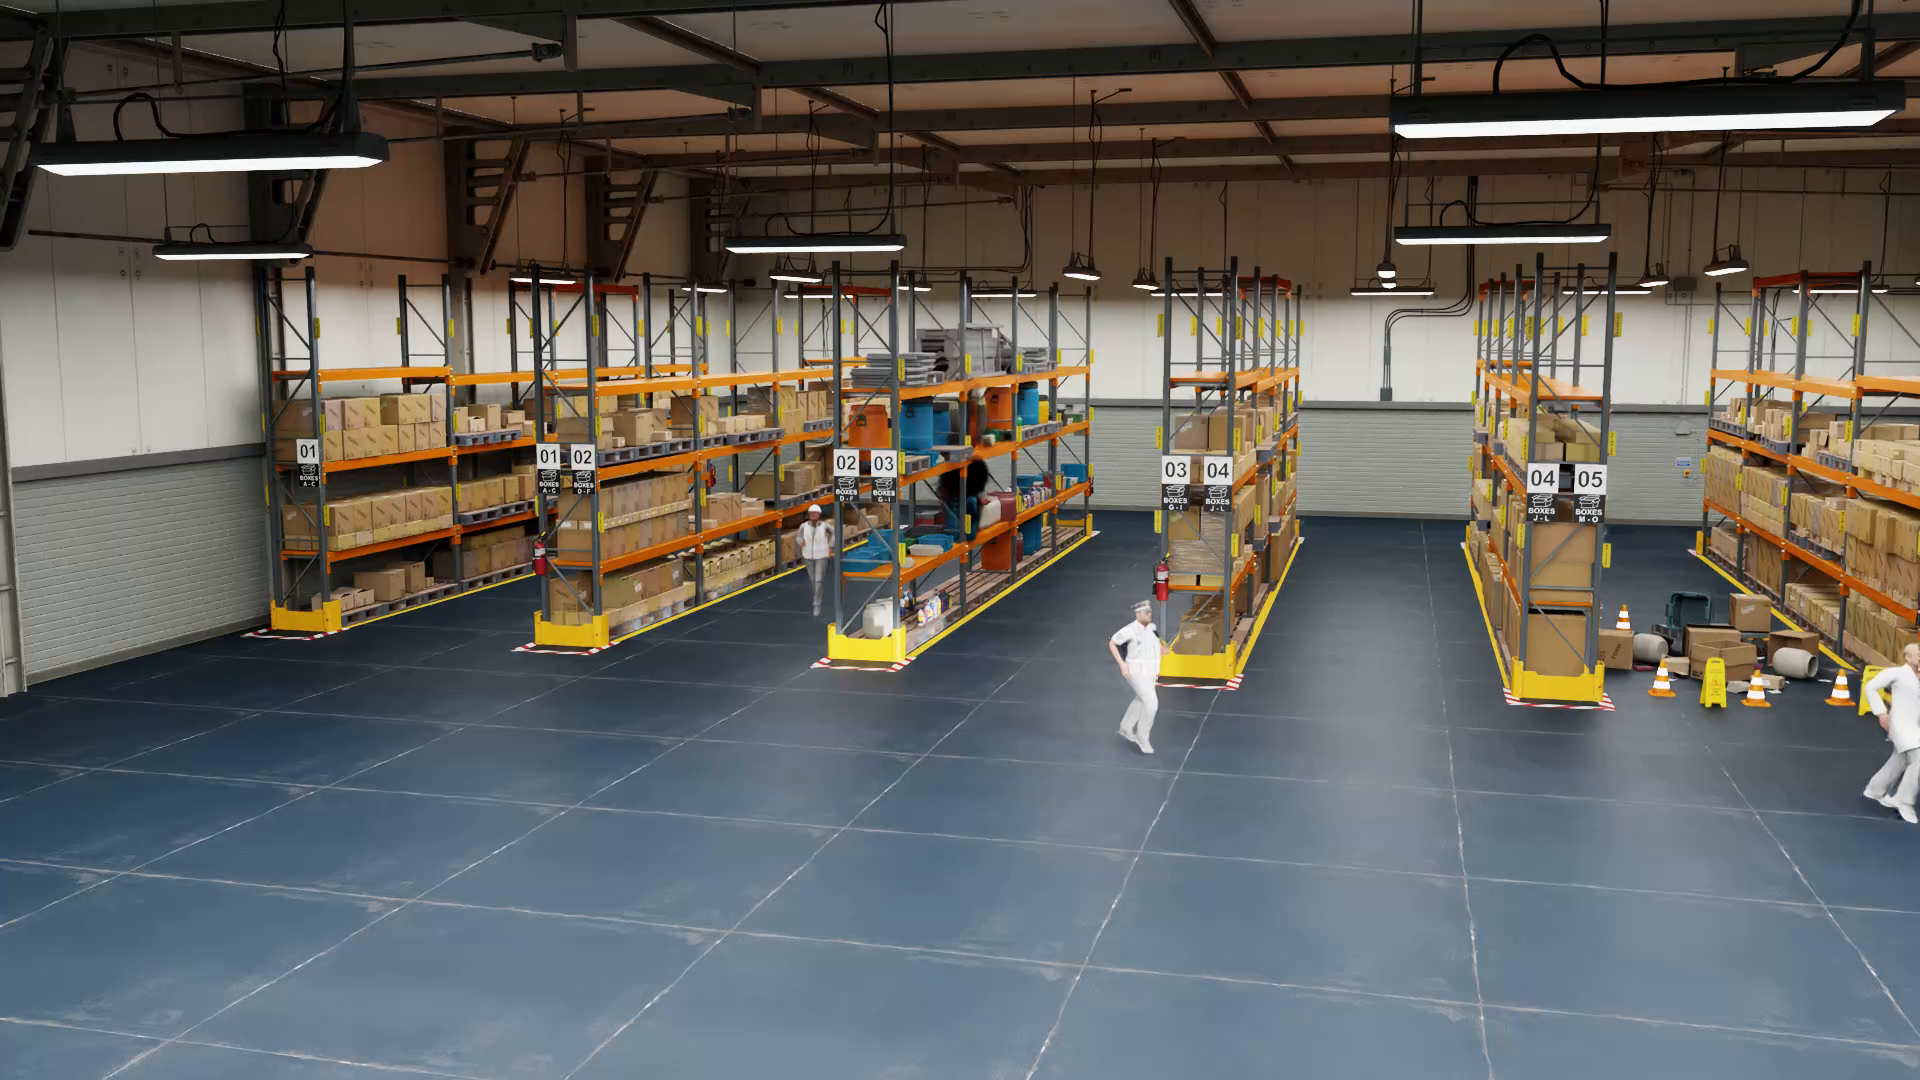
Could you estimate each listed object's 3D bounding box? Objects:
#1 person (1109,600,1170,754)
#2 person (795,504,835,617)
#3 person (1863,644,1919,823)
[{"bbox_3d":[2.176,1.629,19.848,0.768,1.844,0.631,6,9,40],"label":"person"},{"bbox_3d":[-2.422,0.319,27.770,0.640,1.842,0.760,2,7,13],"label":"person"},{"bbox_3d":[9.769,1.973,17.147,0.688,1.839,0.836,-4,8,-30],"label":"person"}]
